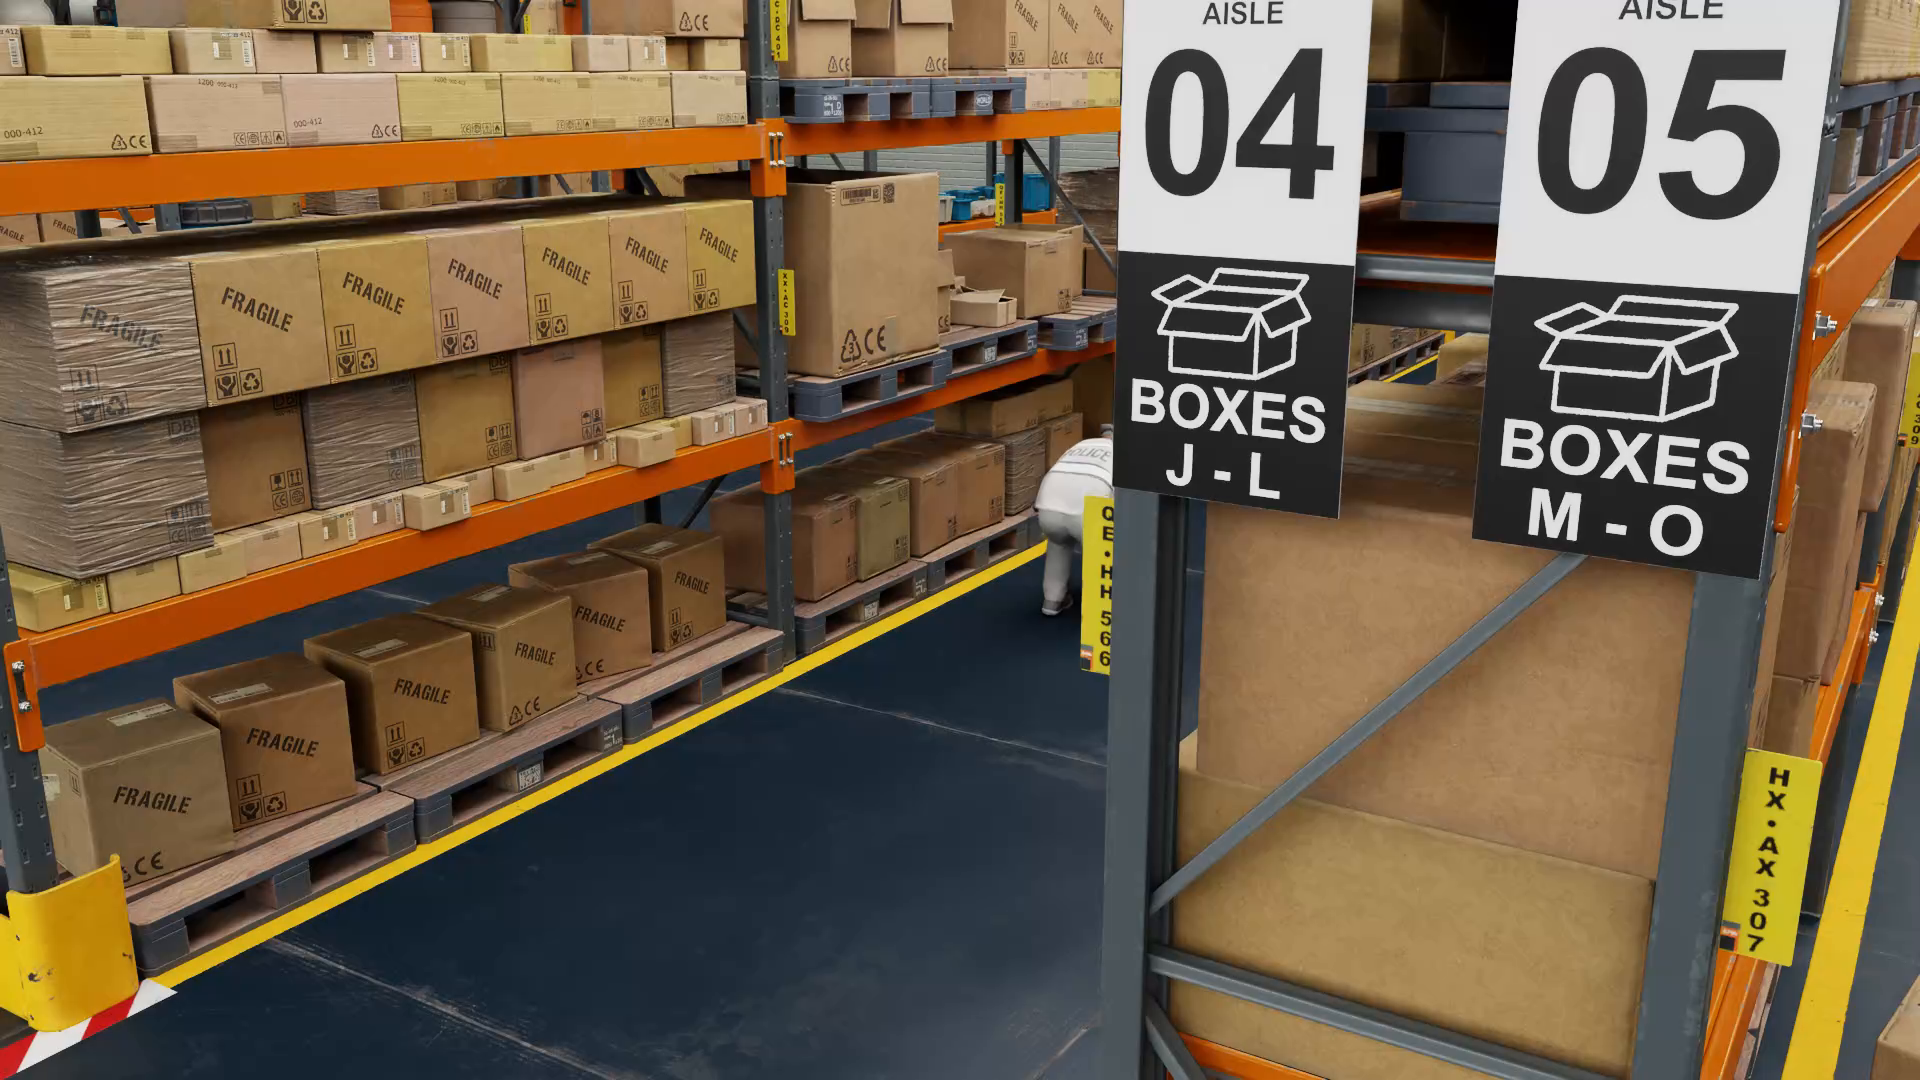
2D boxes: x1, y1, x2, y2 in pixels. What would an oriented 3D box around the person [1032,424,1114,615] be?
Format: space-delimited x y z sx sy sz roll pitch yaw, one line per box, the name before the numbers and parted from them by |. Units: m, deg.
person | 0.777 -0.107 9.711 0.544 1.027 1.019 8 18 26
